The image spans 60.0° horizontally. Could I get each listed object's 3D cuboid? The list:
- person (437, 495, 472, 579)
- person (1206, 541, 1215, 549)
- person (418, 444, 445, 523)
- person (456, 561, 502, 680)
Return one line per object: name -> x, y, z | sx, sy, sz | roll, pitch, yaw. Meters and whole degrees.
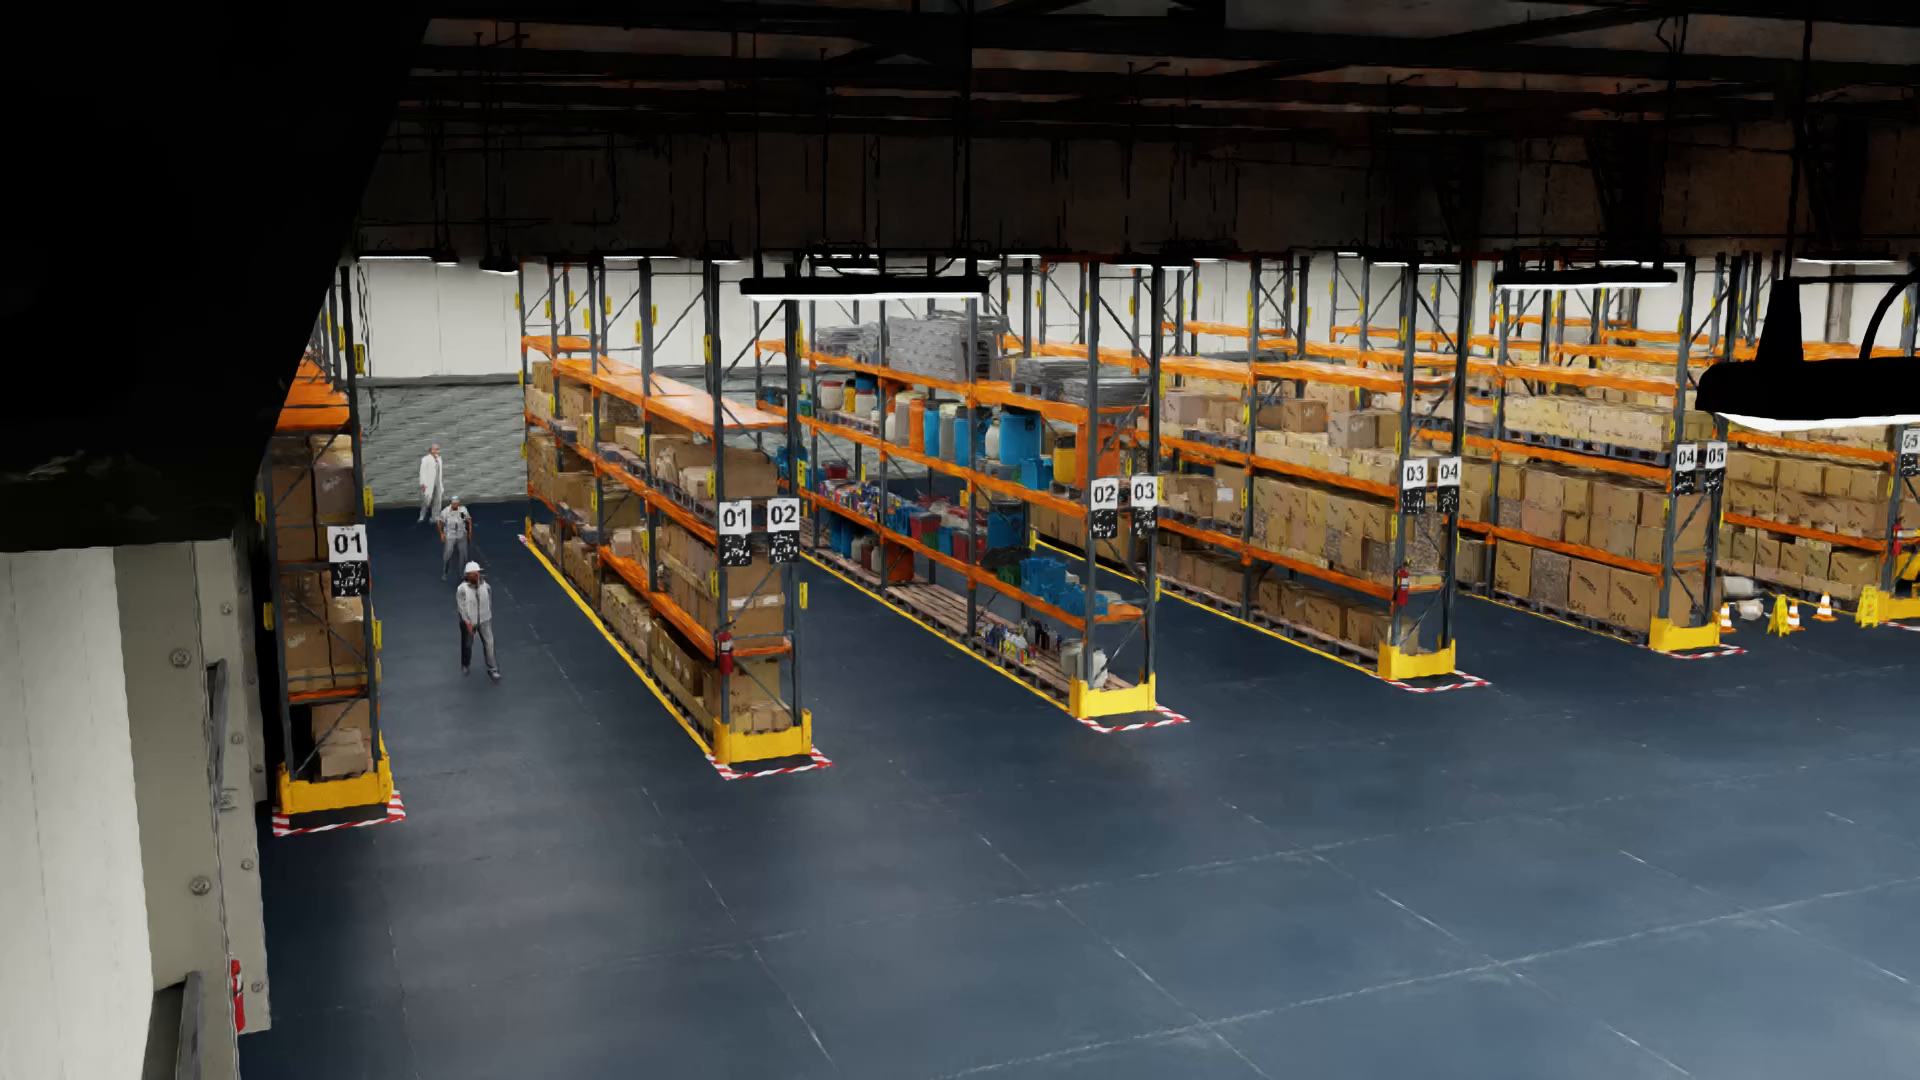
person -> -9.391, -0.060, 30.950 | 0.625, 1.607, 0.575 | -5, 11, -24
person -> 4.899, -0.403, 32.786 | 0.580, 1.619, 0.506 | -5, 11, -24
person -> -11.809, -1.208, 37.057 | 0.620, 1.658, 0.615 | 7, 12, 32
person -> -6.985, 1.147, 23.960 | 0.538, 1.715, 1.029 | -6, 12, -30
